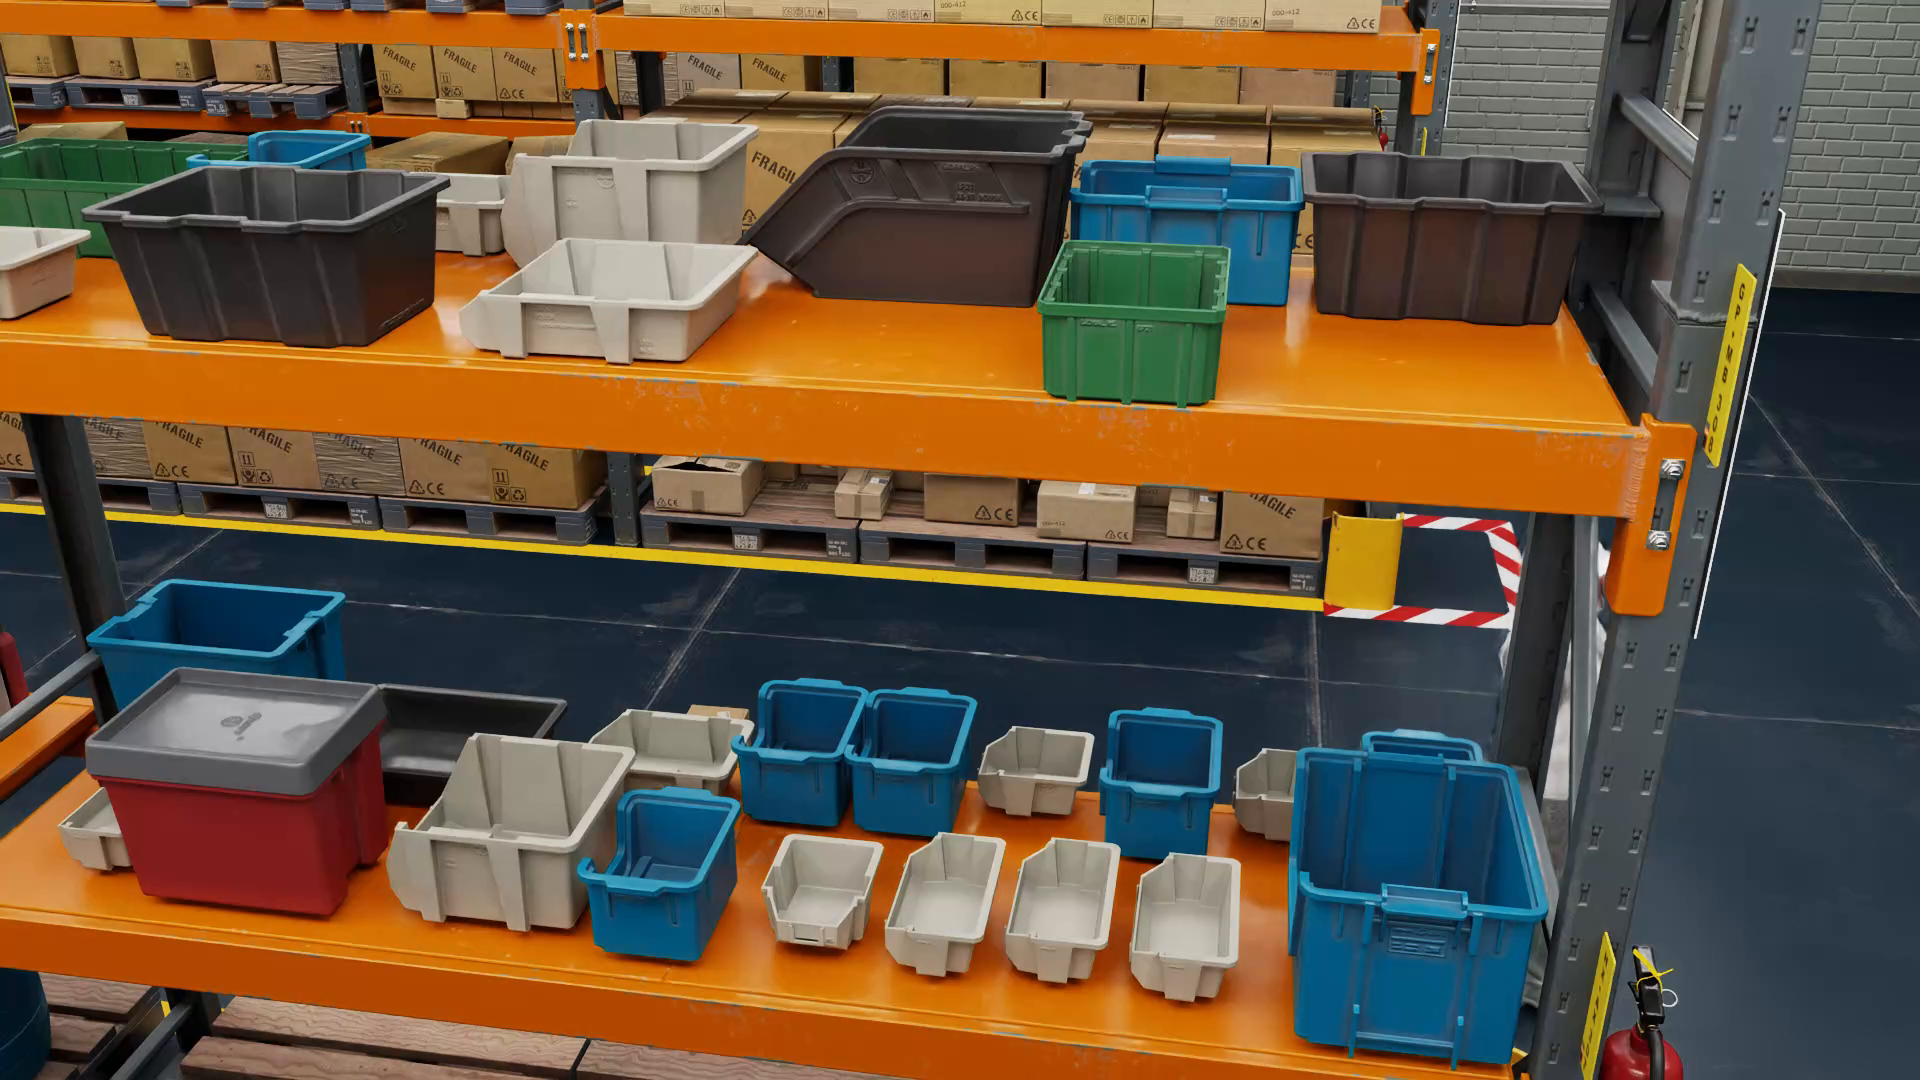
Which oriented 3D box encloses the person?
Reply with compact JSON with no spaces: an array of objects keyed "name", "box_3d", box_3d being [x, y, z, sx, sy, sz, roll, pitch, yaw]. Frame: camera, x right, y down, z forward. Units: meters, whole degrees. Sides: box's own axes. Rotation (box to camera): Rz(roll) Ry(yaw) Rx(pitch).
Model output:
[{"name":"person","box_3d":[1.892,0.740,5.417,0.627,1.755,0.551,14,28,27]}]
